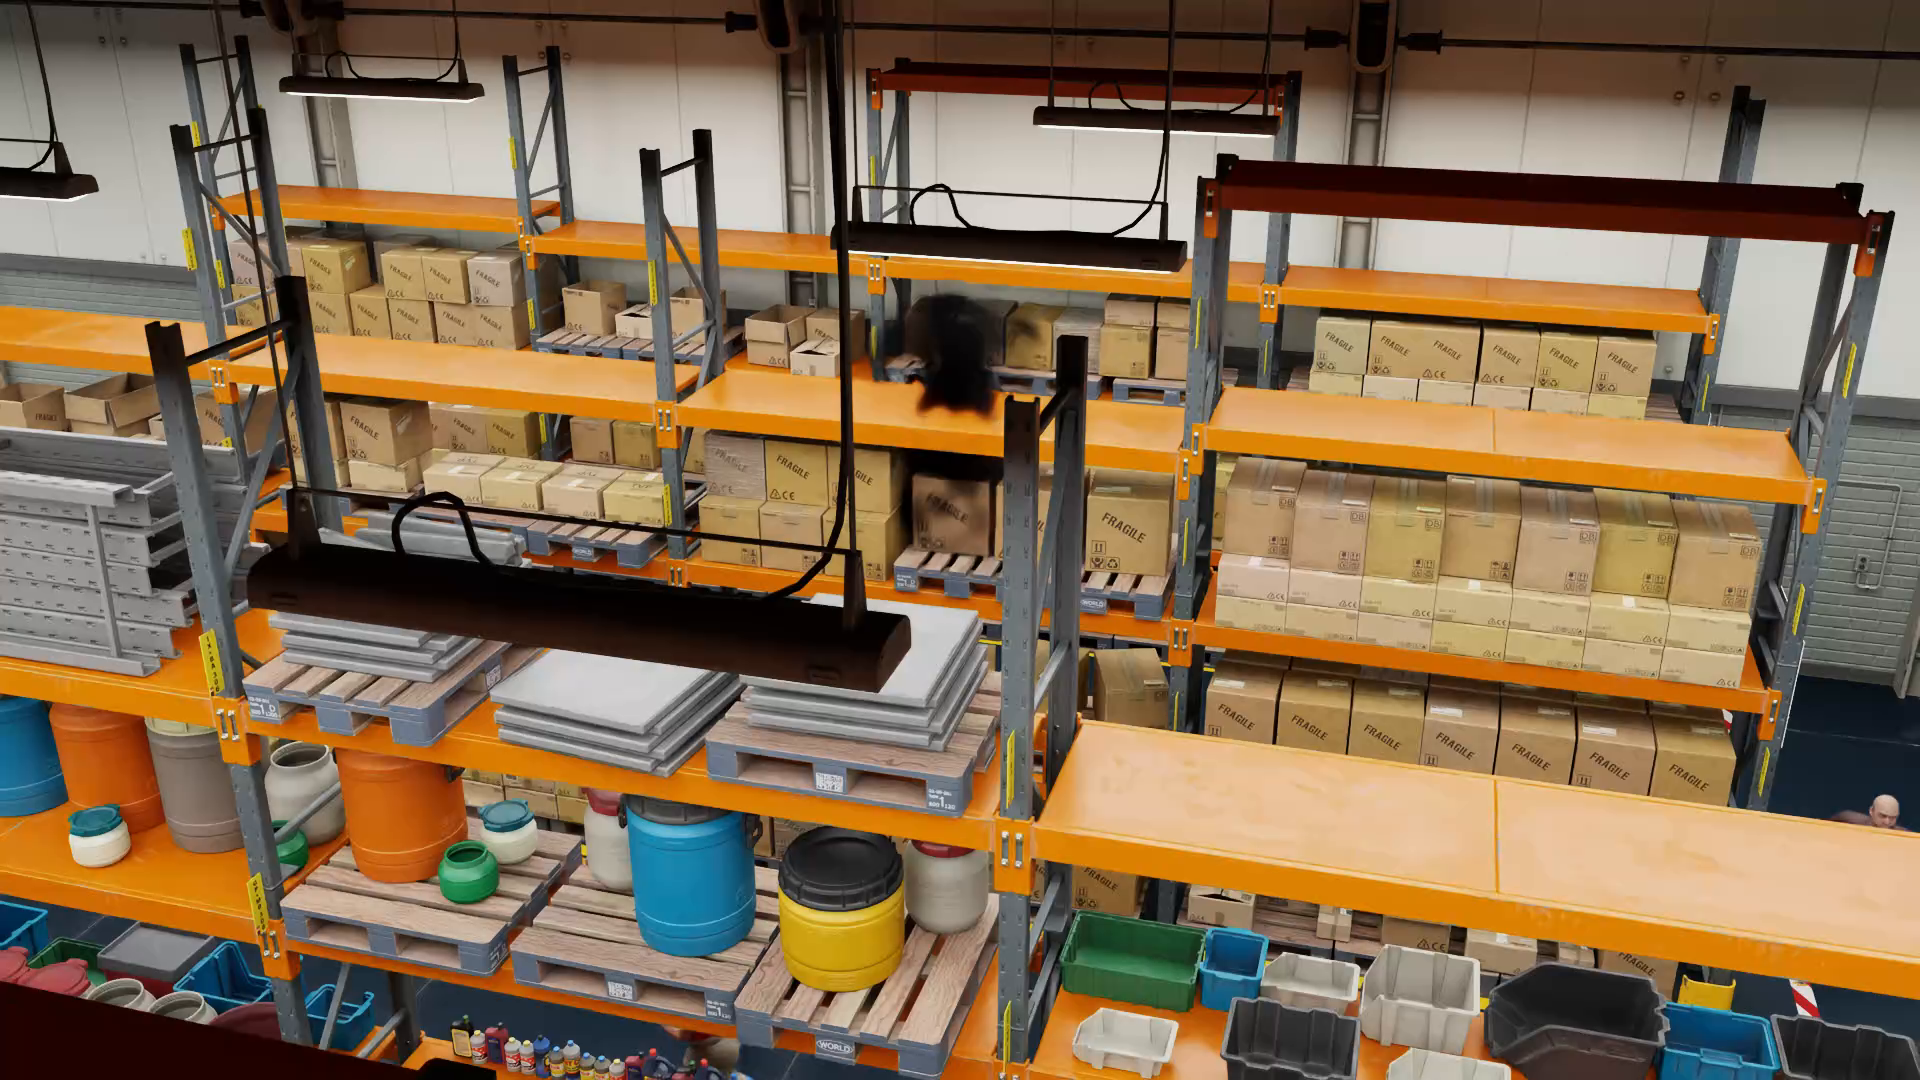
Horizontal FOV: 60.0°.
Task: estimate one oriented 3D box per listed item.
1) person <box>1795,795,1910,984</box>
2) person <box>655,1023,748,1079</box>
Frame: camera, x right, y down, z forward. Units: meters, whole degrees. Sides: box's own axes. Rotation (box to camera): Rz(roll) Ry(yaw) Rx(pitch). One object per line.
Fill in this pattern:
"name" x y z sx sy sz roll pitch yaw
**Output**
"person" 6.636 2.599 12.221 0.661 1.716 1.032 11 25 26
"person" -1.653 3.263 10.803 0.746 1.658 0.638 2 23 5
